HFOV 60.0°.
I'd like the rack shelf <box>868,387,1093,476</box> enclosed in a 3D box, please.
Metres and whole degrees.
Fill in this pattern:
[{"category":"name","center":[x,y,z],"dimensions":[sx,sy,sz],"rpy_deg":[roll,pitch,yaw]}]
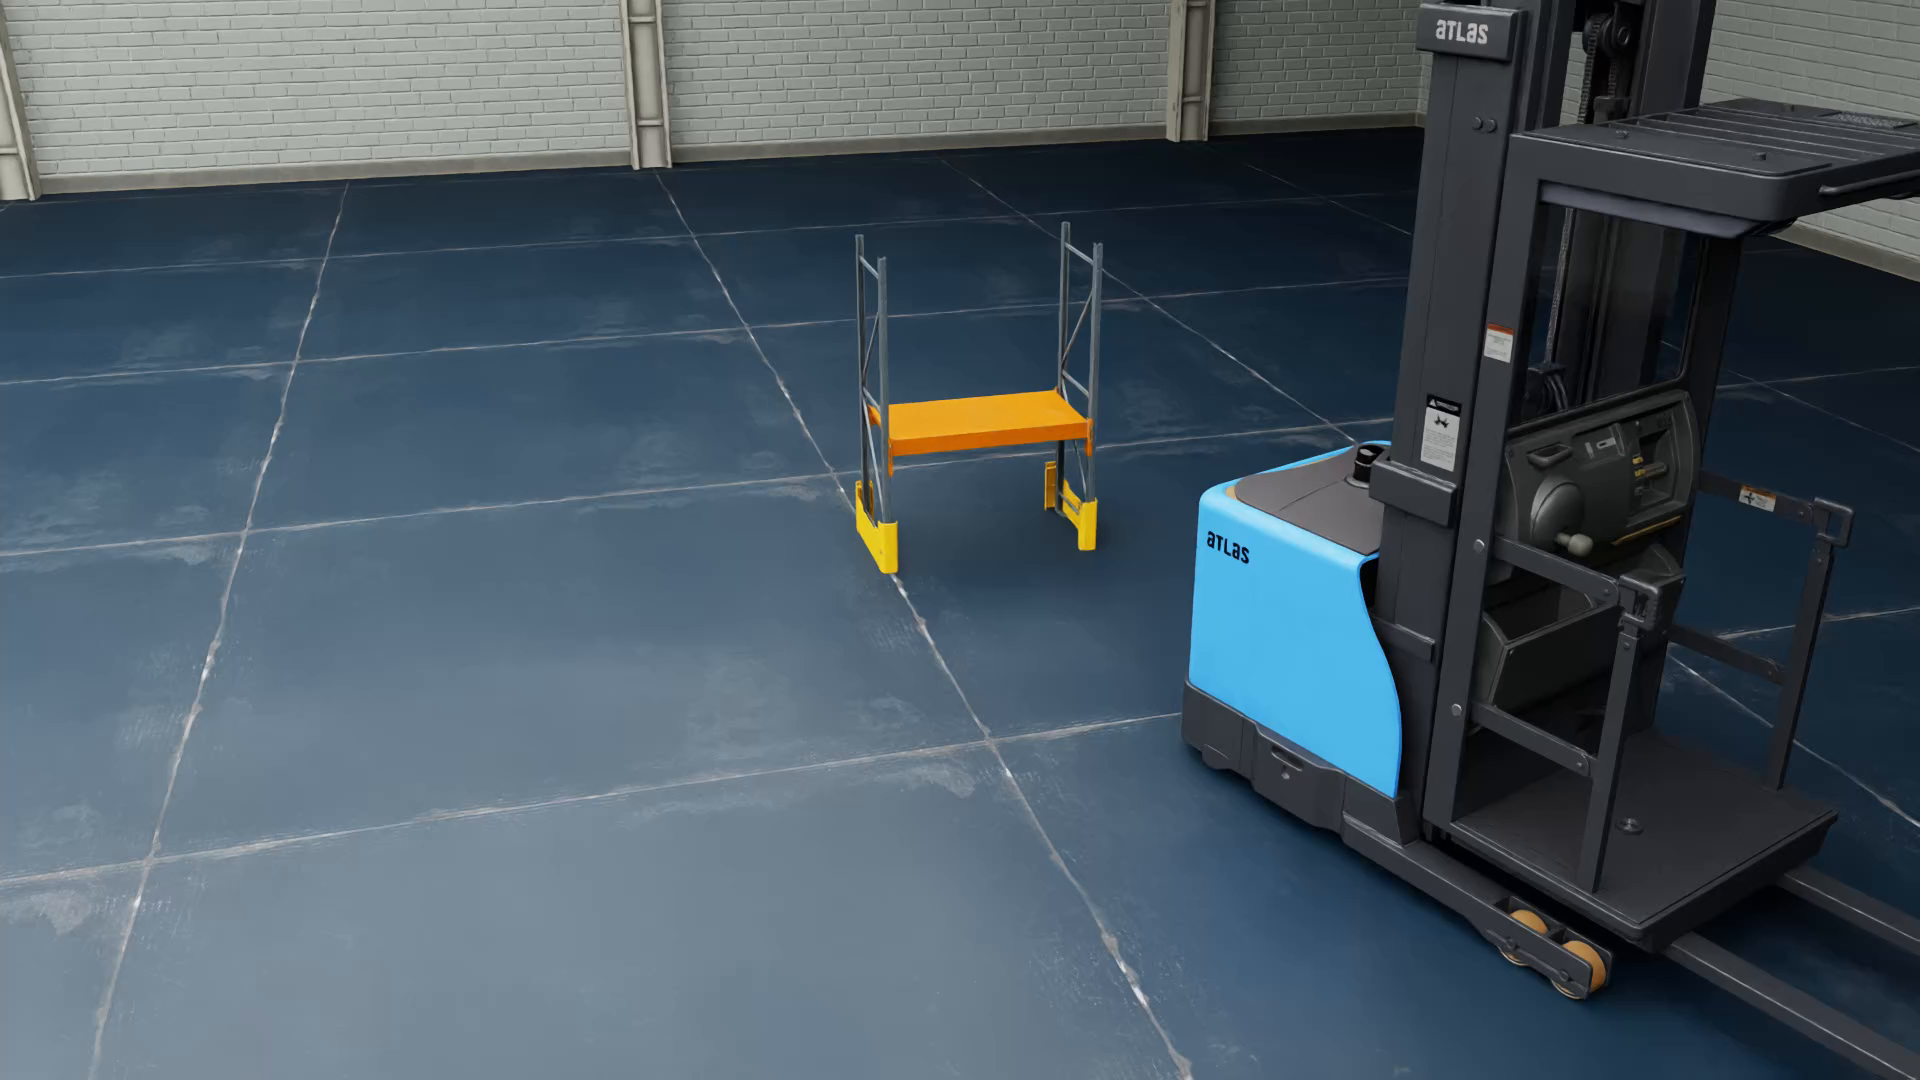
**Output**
[{"category":"rack shelf","center":[0.082,-0.533,8.046],"dimensions":[1.000,0.185,0.538],"rpy_deg":[-6,24,-14]}]

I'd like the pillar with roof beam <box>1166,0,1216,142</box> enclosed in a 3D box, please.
[{"category":"pillar with roof beam","center":[3.726,-7.039,13.242],"dimensions":[0.400,9.000,9.100],"rpy_deg":[-6,24,-14]}]

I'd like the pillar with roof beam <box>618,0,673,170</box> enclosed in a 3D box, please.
[{"category":"pillar with roof beam","center":[-2.051,-6.400,11.753],"dimensions":[0.400,9.000,9.100],"rpy_deg":[-6,24,-14]}]

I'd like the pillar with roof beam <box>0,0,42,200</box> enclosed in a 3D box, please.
[{"category":"pillar with roof beam","center":[-7.828,-5.761,10.264],"dimensions":[0.400,9.000,9.100],"rpy_deg":[-6,24,-14]}]

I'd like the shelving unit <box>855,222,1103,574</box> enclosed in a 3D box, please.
[{"category":"shelving unit","center":[0.073,-0.697,7.973],"dimensions":[1.083,1.500,0.587],"rpy_deg":[-6,24,-14]}]

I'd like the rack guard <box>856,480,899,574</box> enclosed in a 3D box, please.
[{"category":"rack guard","center":[-0.406,-0.070,8.096],"dimensions":[0.087,0.250,0.587],"rpy_deg":[-6,24,-14]}]

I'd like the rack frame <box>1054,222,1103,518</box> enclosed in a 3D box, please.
[{"category":"rack frame","center":[0.572,-0.752,8.102],"dimensions":[0.032,1.500,0.500],"rpy_deg":[-6,24,-14]}]

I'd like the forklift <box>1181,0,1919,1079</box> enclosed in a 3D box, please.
[{"category":"forklift","center":[2.106,-0.181,4.954],"dimensions":[1.130,2.935,3.031],"rpy_deg":[-16,28,-32]}]

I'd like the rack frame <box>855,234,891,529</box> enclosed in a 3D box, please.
[{"category":"rack frame","center":[-0.407,-0.644,7.849],"dimensions":[0.032,1.500,0.500],"rpy_deg":[-6,24,-14]}]

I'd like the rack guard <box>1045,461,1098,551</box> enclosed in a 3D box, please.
[{"category":"rack guard","center":[0.553,-0.176,8.343],"dimensions":[0.087,0.250,0.587],"rpy_deg":[-6,24,-14]}]
